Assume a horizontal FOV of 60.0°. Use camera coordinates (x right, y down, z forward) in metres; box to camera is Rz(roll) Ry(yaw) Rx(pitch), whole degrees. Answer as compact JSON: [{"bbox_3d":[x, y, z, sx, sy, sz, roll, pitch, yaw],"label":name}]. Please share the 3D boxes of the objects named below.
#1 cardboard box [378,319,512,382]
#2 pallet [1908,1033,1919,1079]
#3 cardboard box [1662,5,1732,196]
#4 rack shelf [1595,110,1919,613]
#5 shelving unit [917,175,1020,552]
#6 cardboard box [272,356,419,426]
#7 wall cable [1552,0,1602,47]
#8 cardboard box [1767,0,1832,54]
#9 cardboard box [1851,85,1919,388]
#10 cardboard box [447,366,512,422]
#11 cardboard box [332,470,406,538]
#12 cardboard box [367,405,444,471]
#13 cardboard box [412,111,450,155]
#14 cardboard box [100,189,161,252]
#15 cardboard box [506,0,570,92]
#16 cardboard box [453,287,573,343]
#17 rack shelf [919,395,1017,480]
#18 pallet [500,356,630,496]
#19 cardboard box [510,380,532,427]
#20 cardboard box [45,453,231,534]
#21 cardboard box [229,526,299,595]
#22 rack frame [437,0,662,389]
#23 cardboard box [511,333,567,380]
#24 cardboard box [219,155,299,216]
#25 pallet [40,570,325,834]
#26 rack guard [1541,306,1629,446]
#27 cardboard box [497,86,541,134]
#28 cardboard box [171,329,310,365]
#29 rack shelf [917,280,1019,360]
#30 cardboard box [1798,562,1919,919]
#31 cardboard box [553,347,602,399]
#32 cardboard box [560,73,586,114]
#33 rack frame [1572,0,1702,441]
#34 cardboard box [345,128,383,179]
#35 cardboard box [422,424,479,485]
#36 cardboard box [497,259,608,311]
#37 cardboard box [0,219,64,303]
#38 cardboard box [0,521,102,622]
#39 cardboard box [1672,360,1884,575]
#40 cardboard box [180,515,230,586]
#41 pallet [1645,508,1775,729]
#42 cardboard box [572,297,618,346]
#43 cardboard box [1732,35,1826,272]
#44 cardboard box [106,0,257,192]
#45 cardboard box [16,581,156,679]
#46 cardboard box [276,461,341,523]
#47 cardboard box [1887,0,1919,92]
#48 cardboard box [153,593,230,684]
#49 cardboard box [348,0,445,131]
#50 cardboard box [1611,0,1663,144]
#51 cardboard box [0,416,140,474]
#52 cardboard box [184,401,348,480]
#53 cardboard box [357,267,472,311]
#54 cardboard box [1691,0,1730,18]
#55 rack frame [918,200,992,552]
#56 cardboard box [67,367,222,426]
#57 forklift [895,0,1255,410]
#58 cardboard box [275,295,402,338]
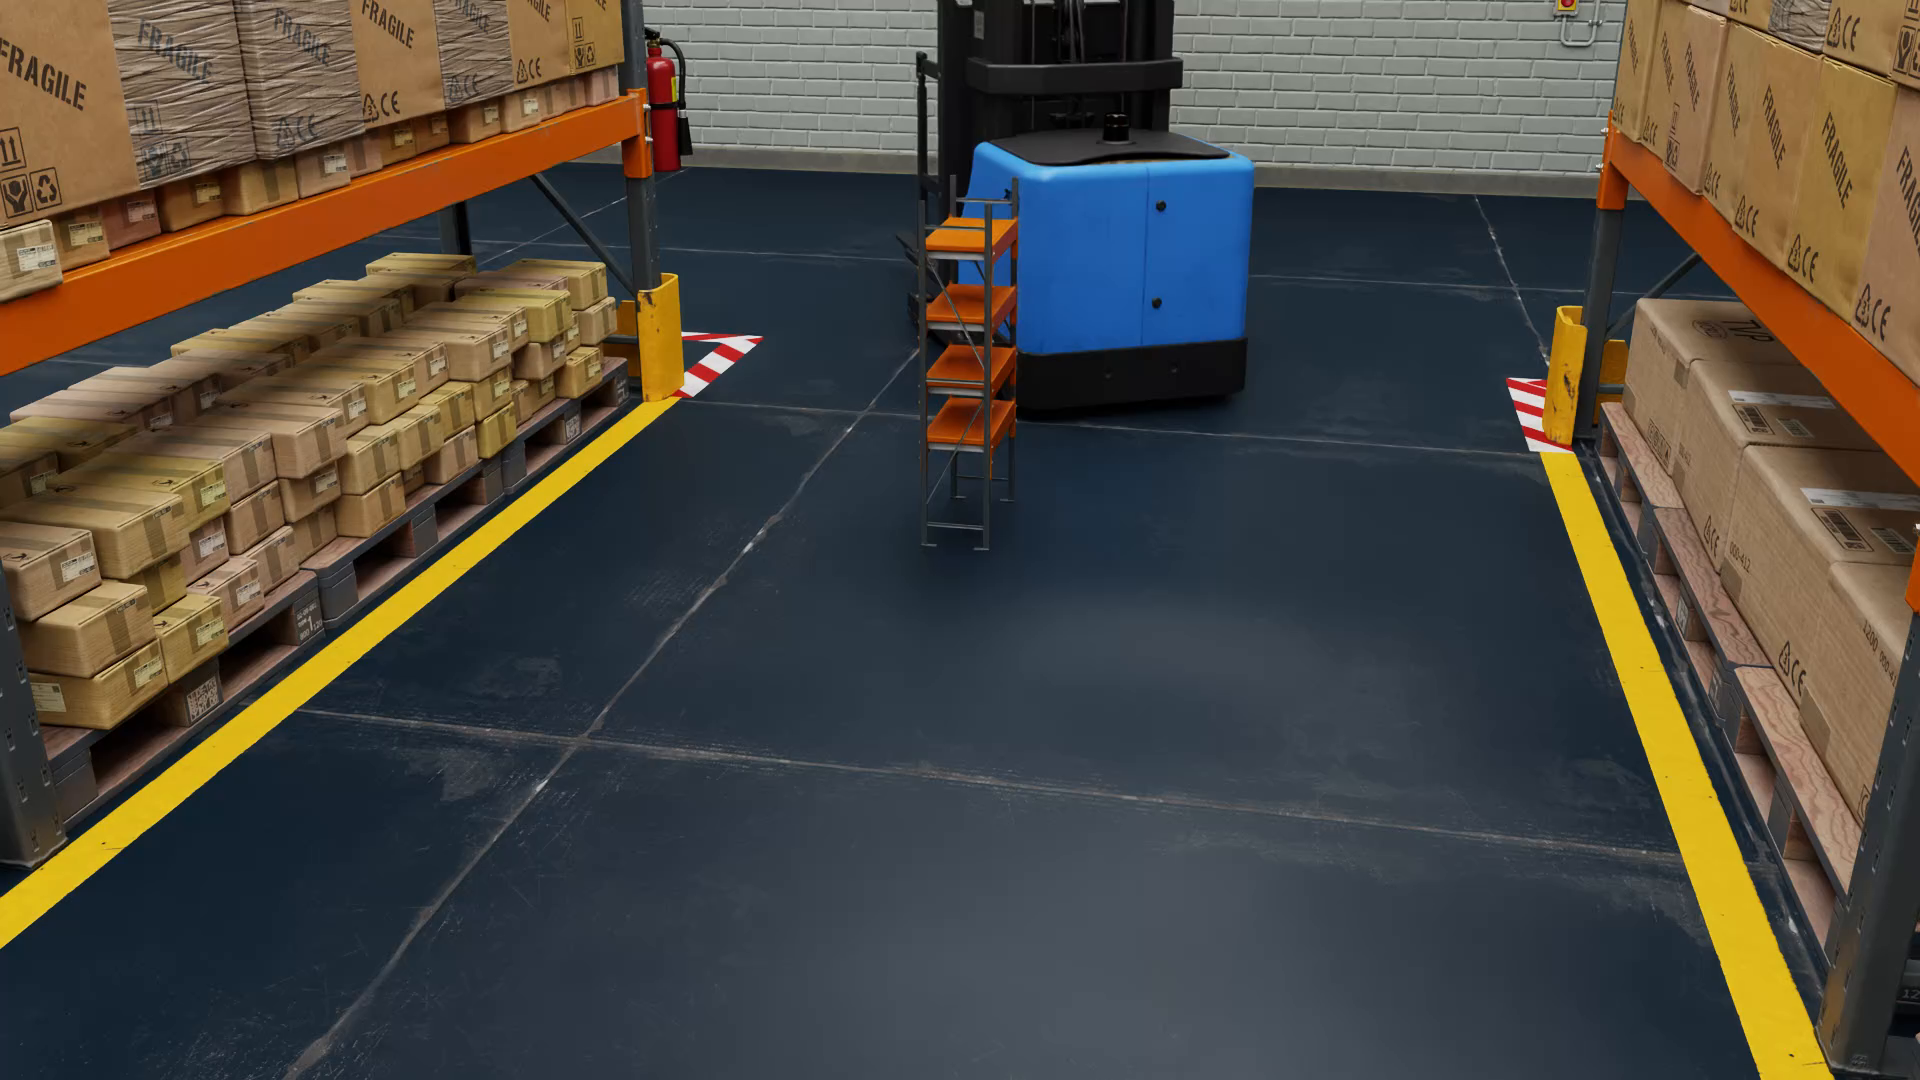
[{"bbox_3d":[-1.854,-0.685,5.998,0.380,0.149,0.250,5,23,13],"label":"cardboard box"},{"bbox_3d":[2.124,1.250,2.466,1.003,0.211,1.213,4,22,11],"label":"pallet"},{"bbox_3d":[2.447,-1.315,4.969,0.500,0.500,0.500,4,22,11],"label":"cardboard box"},{"bbox_3d":[2.615,-0.729,4.611,1.077,0.370,4.000,4,22,11],"label":"rack shelf"},{"bbox_3d":[0.034,-0.617,5.780,0.258,1.200,0.503,4,22,11],"label":"shelving unit"},{"bbox_3d":[-2.042,-0.500,5.536,0.380,0.149,0.250,5,22,11],"label":"cardboard box"},{"bbox_3d":[4.151,-4.344,11.222,0.585,1.953,0.123,4,22,11],"label":"wall cable"},{"bbox_3d":[2.239,-1.407,3.859,0.500,0.500,0.500,5,22,12],"label":"cardboard box"},{"bbox_3d":[2.052,-0.567,3.111,0.500,0.500,0.500,5,22,11],"label":"cardboard box"},{"bbox_3d":[-1.869,-0.549,6.058,0.380,0.149,0.250,5,22,12],"label":"cardboard box"},{"bbox_3d":[-2.045,-0.130,5.416,0.380,0.149,0.250,4,22,9],"label":"cardboard box"},{"bbox_3d":[-1.968,-0.354,5.574,0.380,0.149,0.250,5,22,11],"label":"cardboard box"},{"bbox_3d":[-1.982,-1.413,5.682,0.380,0.149,0.250,4,22,9],"label":"cardboard box"},{"bbox_3d":[-2.298,-0.835,4.249,0.380,0.149,0.250,3,22,9],"label":"cardboard box"},{"bbox_3d":[-1.793,-1.947,6.140,0.500,0.500,0.500,4,22,10],"label":"cardboard box"},{"bbox_3d":[-1.739,-0.878,6.476,0.380,0.149,0.250,4,22,10],"label":"cardboard box"},{"bbox_3d":[0.034,-0.371,5.879,0.258,0.148,0.480,4,22,11],"label":"rack shelf"},{"bbox_3d":[-2.059,-0.519,6.859,1.003,0.211,1.213,4,22,11],"label":"pallet"},{"bbox_3d":[-1.875,-0.515,6.372,0.380,0.149,0.250,5,22,11],"label":"cardboard box"},{"bbox_3d":[-2.268,-0.122,4.600,0.380,0.149,0.250,4,22,10],"label":"cardboard box"},{"bbox_3d":[-2.213,0.059,4.947,0.380,0.149,0.250,4,22,10],"label":"cardboard box"},{"bbox_3d":[-1.843,-2.134,7.138,1.000,3.000,0.127,4,22,11],"label":"rack frame"},{"bbox_3d":[-1.776,-0.740,6.531,0.380,0.149,0.250,4,22,9],"label":"cardboard box"},{"bbox_3d":[-2.121,-1.021,4.711,0.380,0.149,0.250,5,22,12],"label":"cardboard box"},{"bbox_3d":[-2.557,0.374,4.643,1.003,0.211,1.213,4,22,11],"label":"pallet"},{"bbox_3d":[3.028,-0.643,6.782,1.175,0.500,0.348,4,22,11],"label":"rack guard"},{"bbox_3d":[-1.786,-1.601,6.150,0.380,0.149,0.250,5,22,12],"label":"cardboard box"},{"bbox_3d":[-2.532,-0.634,5.871,0.380,0.149,0.250,5,22,12],"label":"cardboard box"},{"bbox_3d":[0.034,-0.762,5.721,0.258,0.148,0.480,4,22,11],"label":"rack shelf"},{"bbox_3d":[2.440,0.441,3.610,0.875,0.438,0.875,4,22,10],"label":"cardboard box"},{"bbox_3d":[-1.700,-0.697,6.822,0.380,0.149,0.250,5,23,13],"label":"cardboard box"},{"bbox_3d":[-1.720,-1.789,6.617,0.380,0.149,0.250,4,22,11],"label":"cardboard box"},{"bbox_3d":[3.024,-1.794,6.293,1.000,3.000,0.127,4,22,11],"label":"rack frame"},{"bbox_3d":[-2.051,-1.220,5.205,0.380,0.149,0.250,5,23,13],"label":"cardboard box"},{"bbox_3d":[-1.942,-0.319,5.884,0.380,0.149,0.250,5,22,12],"label":"cardboard box"},{"bbox_3d":[-1.703,-1.070,6.952,0.380,0.149,0.250,5,22,12],"label":"cardboard box"},{"bbox_3d":[-2.281,-0.634,3.748,0.380,0.149,0.250,5,23,13],"label":"cardboard box"},{"bbox_3d":[-2.386,0.070,4.122,0.380,0.149,0.250,5,23,13],"label":"cardboard box"},{"bbox_3d":[2.808,-0.216,5.242,0.875,0.438,0.875,5,22,12],"label":"cardboard box"},{"bbox_3d":[-2.294,0.019,4.648,0.380,0.149,0.250,4,22,11],"label":"cardboard box"},{"bbox_3d":[2.686,0.243,4.968,1.003,0.211,1.213,4,22,11],"label":"pallet"},{"bbox_3d":[-1.671,-0.930,7.003,0.380,0.149,0.250,4,22,9],"label":"cardboard box"},{"bbox_3d":[2.240,-0.940,4.039,0.500,0.500,0.500,4,22,10],"label":"cardboard box"},{"bbox_3d":[-2.217,-1.199,4.284,0.500,0.500,0.500,4,22,11],"label":"cardboard box"},{"bbox_3d":[-2.272,0.210,4.173,0.380,0.149,0.250,5,23,13],"label":"cardboard box"},{"bbox_3d":[-2.157,-0.179,5.138,0.380,0.149,0.250,6,23,13],"label":"cardboard box"},{"bbox_3d":[2.033,-1.035,2.936,0.500,0.500,0.500,4,22,10],"label":"cardboard box"},{"bbox_3d":[-2.216,0.250,4.471,0.380,0.149,0.250,5,22,13],"label":"cardboard box"},{"bbox_3d":[-1.999,-1.579,5.227,0.500,0.500,0.500,6,23,14],"label":"cardboard box"},{"bbox_3d":[2.645,-1.687,5.893,0.500,0.500,0.500,4,22,10],"label":"cardboard box"},{"bbox_3d":[-2.655,-0.247,4.909,0.380,0.149,0.250,5,23,13],"label":"cardboard box"},{"bbox_3d":[-2.106,-0.306,5.057,0.380,0.149,0.250,5,22,12],"label":"cardboard box"},{"bbox_3d":[-2.221,-1.007,6.796,0.380,0.149,0.250,5,22,12],"label":"cardboard box"},{"bbox_3d":[2.451,-1.772,4.766,0.500,0.500,0.500,4,22,11],"label":"cardboard box"},{"bbox_3d":[-0.016,-0.528,5.558,0.240,1.200,0.015,4,22,11],"label":"rack frame"},{"bbox_3d":[-2.647,-0.452,5.419,0.380,0.149,0.250,4,22,9],"label":"cardboard box"},{"bbox_3d":[0.361,-2.431,7.967,1.130,2.935,3.031,-6,23,-15],"label":"forklift"},{"bbox_3d":[-2.367,-0.828,6.351,0.380,0.149,0.250,3,22,8],"label":"cardboard box"}]
